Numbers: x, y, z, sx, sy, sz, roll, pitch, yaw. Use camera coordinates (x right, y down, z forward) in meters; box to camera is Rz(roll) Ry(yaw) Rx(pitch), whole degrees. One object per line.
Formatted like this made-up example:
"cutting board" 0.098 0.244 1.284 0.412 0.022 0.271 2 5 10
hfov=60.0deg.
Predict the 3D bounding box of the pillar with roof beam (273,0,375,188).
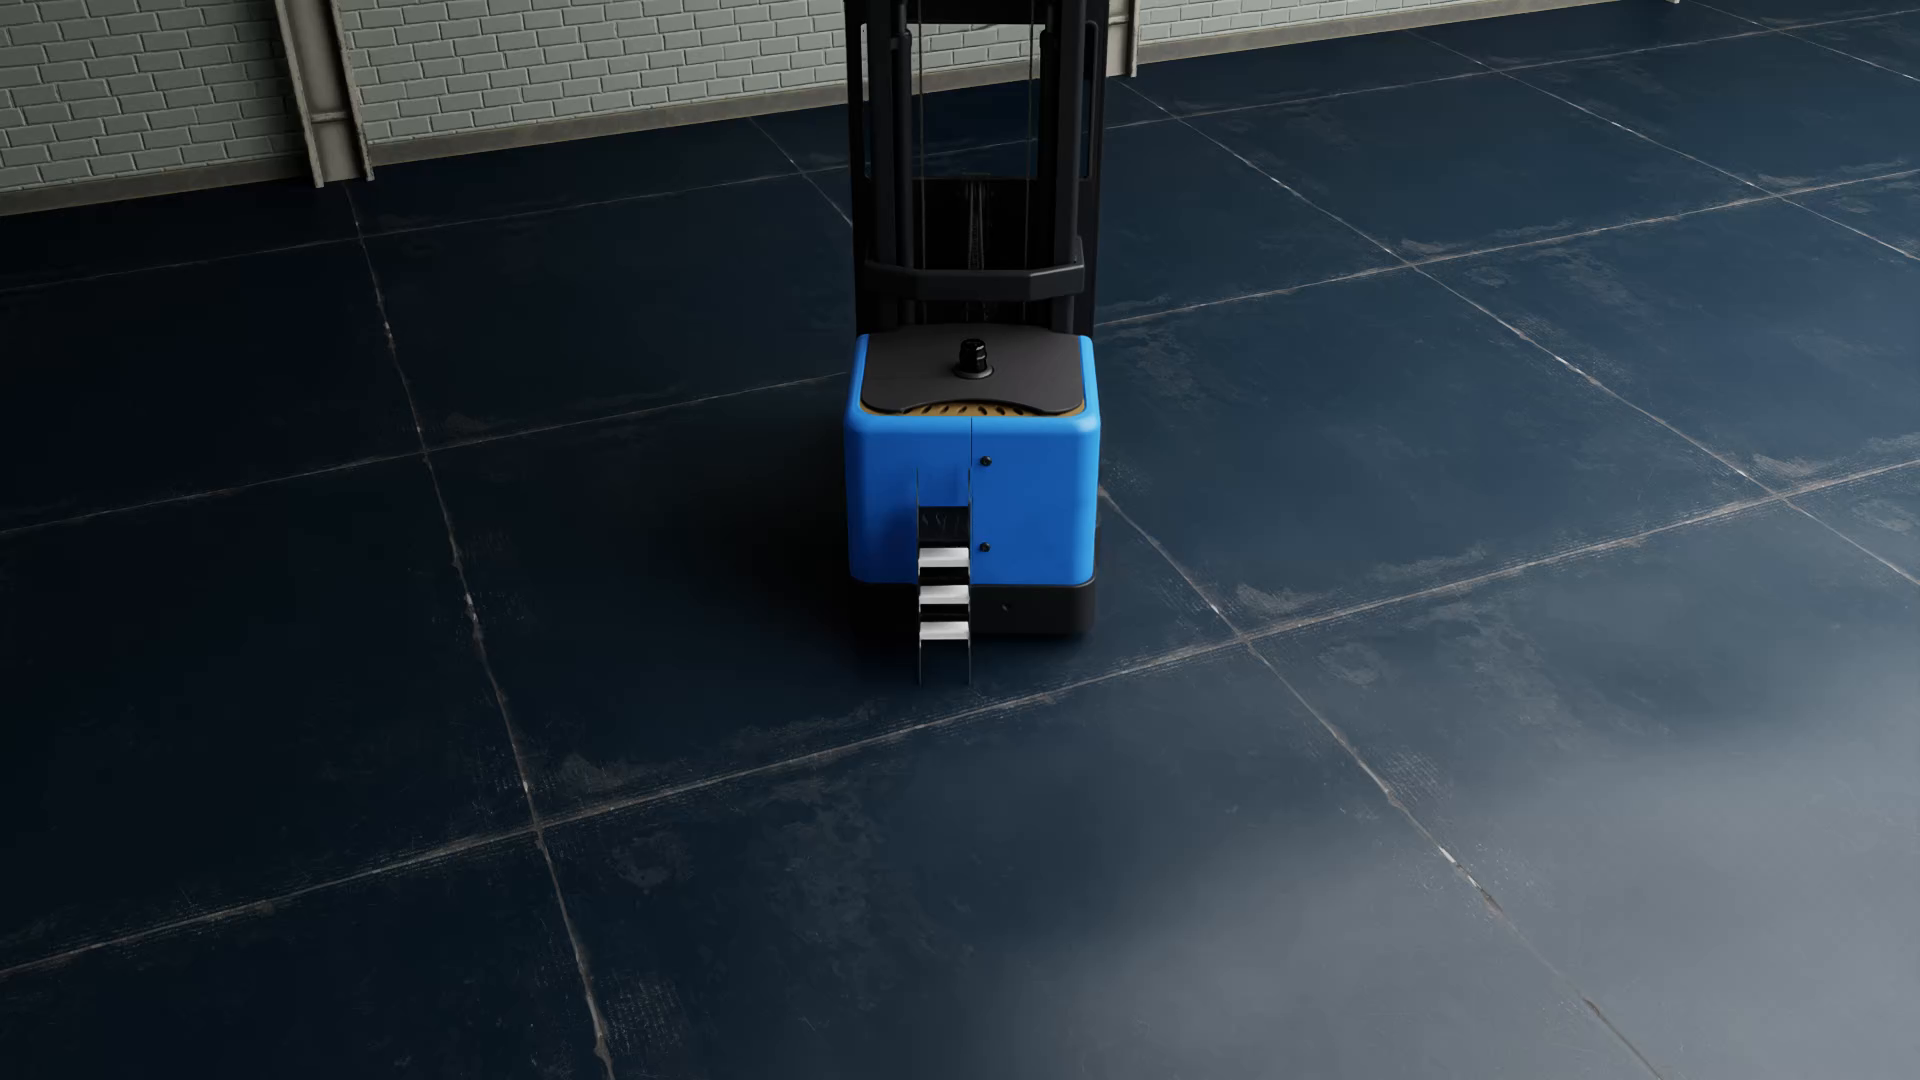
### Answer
"pillar with roof beam" -2.665 -4.159 5.891 0.400 9.000 9.100 -13 35 -19

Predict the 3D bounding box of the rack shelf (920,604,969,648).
"rack shelf" -0.064 0.332 6.798 0.200 0.077 0.258 0 35 -1

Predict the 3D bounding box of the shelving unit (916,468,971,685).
"shelving unit" -0.064 0.157 6.676 0.210 0.900 0.258 0 35 -1

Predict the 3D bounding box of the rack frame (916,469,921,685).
"rack frame" -0.166 0.158 6.675 0.006 0.900 0.240 0 35 -1

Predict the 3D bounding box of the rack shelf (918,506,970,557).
"rack shelf" -0.064 -0.037 6.541 0.200 0.077 0.258 0 35 -1

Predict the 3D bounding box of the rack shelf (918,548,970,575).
"rack shelf" -0.064 0.037 6.592 0.200 0.077 0.258 0 35 -1

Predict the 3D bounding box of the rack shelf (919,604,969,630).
"rack shelf" -0.064 0.258 6.746 0.200 0.077 0.258 0 35 -1

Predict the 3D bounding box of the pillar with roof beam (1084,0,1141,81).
"pillar with roof beam" 2.867 -5.426 7.838 0.400 9.000 9.100 -13 35 -19

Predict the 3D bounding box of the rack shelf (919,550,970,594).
"rack shelf" -0.064 0.111 6.644 0.200 0.077 0.258 0 35 -1

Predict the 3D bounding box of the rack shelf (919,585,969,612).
"rack shelf" -0.064 0.184 6.695 0.200 0.077 0.258 0 35 -1

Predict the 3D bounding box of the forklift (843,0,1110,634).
"forklift" 0.074 -1.602 7.525 1.130 2.935 3.031 1 33 1

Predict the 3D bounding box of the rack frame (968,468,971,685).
"rack frame" 0.037 0.156 6.677 0.006 0.900 0.240 0 35 -1
